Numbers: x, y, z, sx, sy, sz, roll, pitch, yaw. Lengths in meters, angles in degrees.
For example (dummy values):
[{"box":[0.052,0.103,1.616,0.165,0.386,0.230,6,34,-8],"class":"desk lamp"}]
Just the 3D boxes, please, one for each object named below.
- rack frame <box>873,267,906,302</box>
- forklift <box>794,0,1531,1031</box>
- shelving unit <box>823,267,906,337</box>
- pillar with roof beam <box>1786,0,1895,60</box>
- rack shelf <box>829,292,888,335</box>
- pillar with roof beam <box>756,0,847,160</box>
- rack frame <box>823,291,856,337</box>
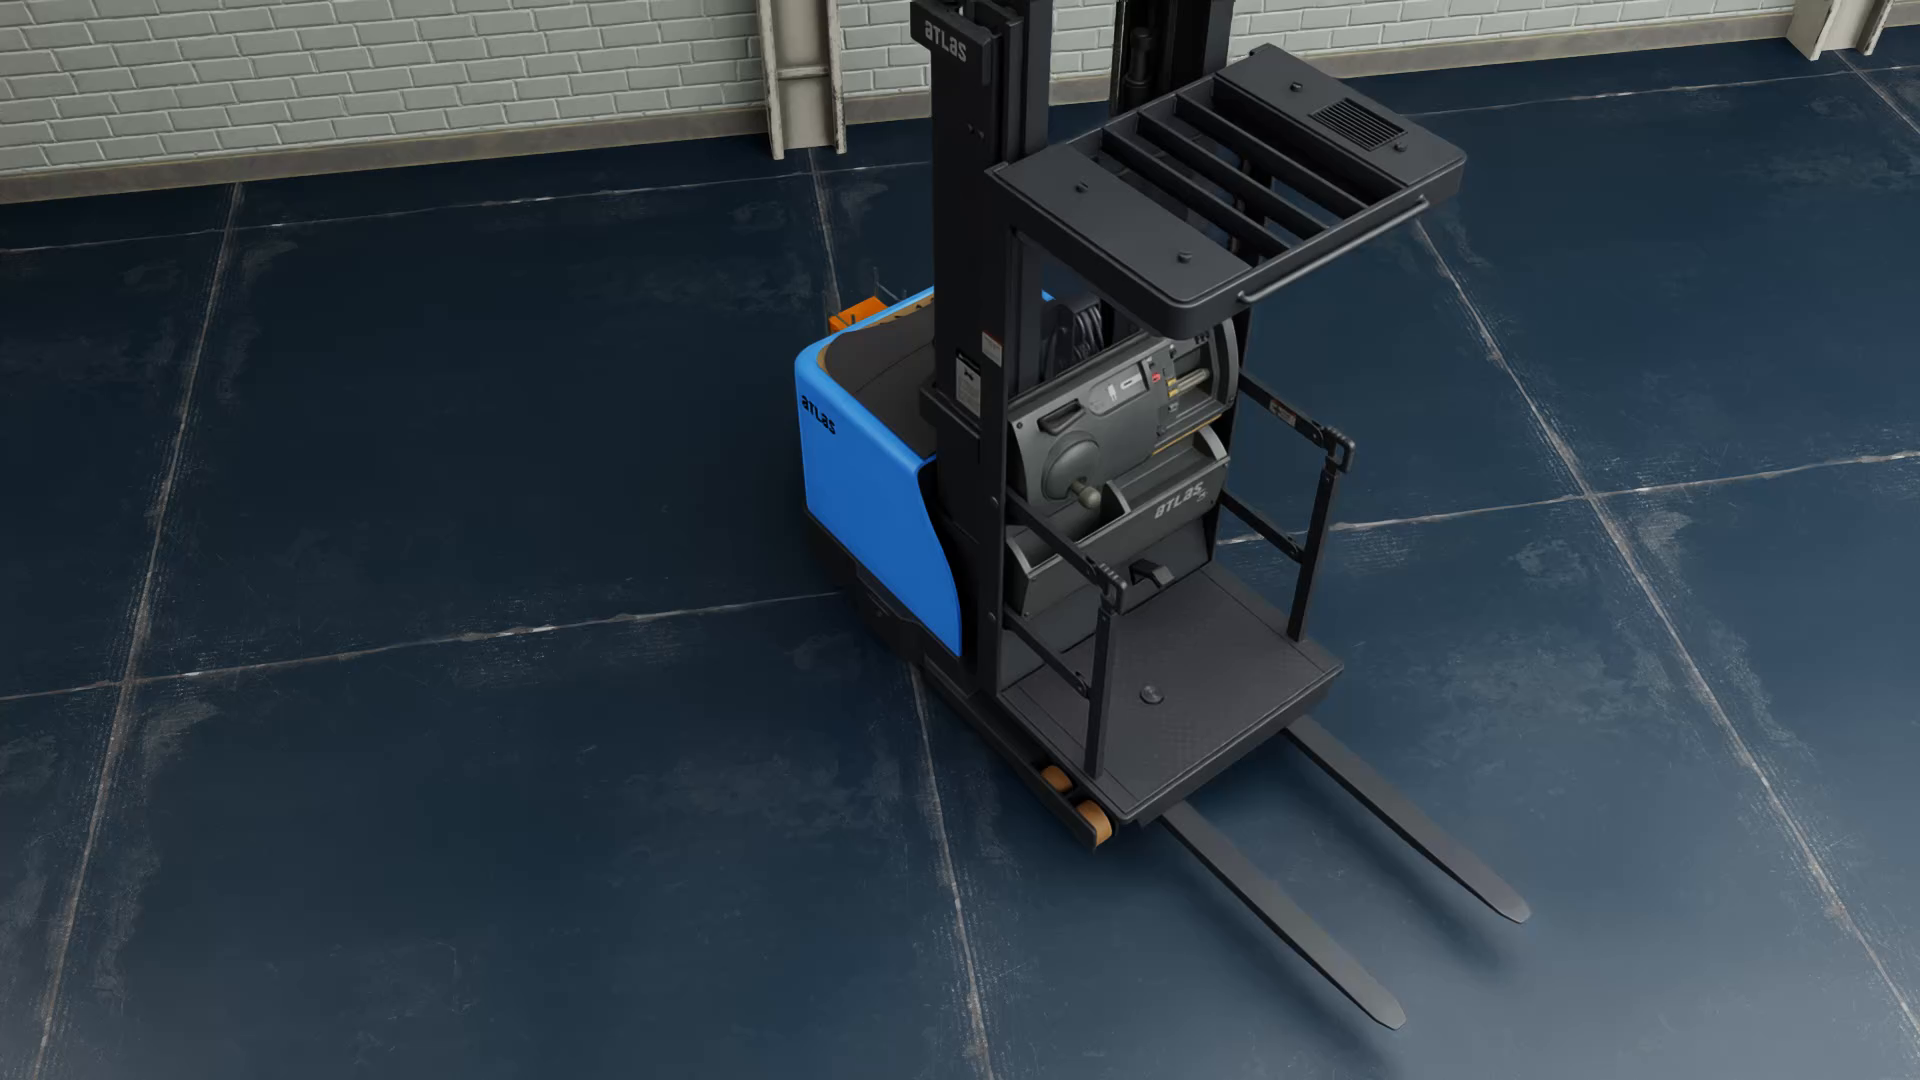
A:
[{"box":[-0.273,-0.651,6.841,0.008,1.050,0.200,-30,53,-26],"class":"rack frame"},{"box":[0.677,-0.342,5.237,1.130,2.935,3.031,-30,53,-25],"class":"forklift"},{"box":[-0.368,-0.595,6.788,0.252,1.050,0.215,-30,53,-26],"class":"shelving unit"},{"box":[5.815,-2.974,3.560,0.400,9.000,9.100,-7,46,-7],"class":"pillar with roof beam"},{"box":[-0.368,-0.785,6.591,0.240,0.259,0.215,-30,53,-26],"class":"rack shelf"},{"box":[-0.097,-2.238,2.850,0.400,9.000,9.100,-7,46,-7],"class":"pillar with roof beam"},{"box":[-0.463,-0.540,6.734,0.008,1.050,0.200,-30,53,-26],"class":"rack frame"}]
